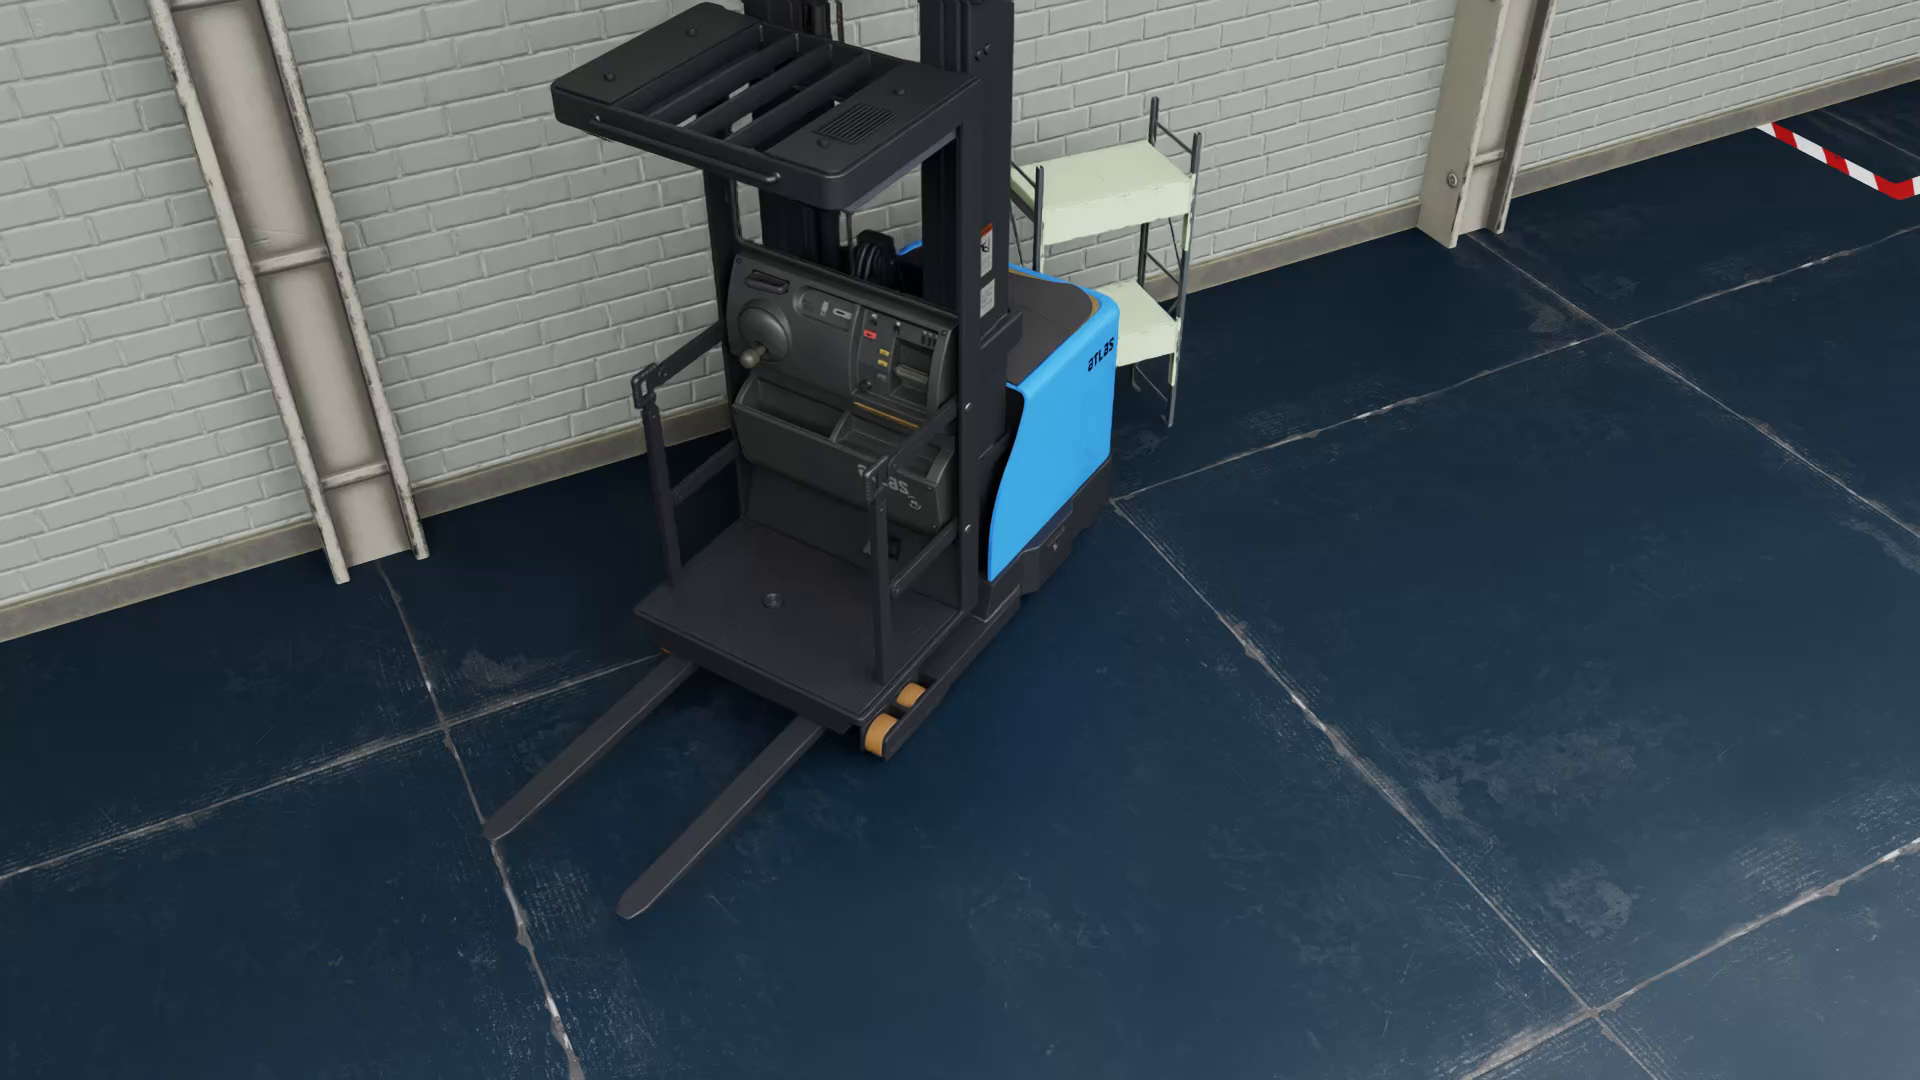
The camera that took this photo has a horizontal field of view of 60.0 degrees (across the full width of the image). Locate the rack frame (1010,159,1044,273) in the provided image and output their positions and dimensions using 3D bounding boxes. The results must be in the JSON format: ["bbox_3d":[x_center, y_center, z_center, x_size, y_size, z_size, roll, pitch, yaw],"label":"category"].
[{"bbox_3d":[0.249,-1.039,7.316,0.023,1.500,0.400,-16,43,-18],"label":"rack frame"}]

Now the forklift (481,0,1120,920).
[{"bbox_3d":[-0.552,-0.646,5.745,1.130,2.935,3.031,22,45,24],"label":"forklift"}]

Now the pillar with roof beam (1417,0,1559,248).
[{"bbox_3d":[4.780,-2.717,3.495,0.400,9.000,9.100,-19,44,-21],"label":"pillar with roof beam"}]

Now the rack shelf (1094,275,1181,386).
[{"bbox_3d":[0.584,-0.886,7.640,0.720,0.370,0.431,-16,43,-18],"label":"rack shelf"}]

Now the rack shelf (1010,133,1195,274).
[{"bbox_3d":[0.584,-1.432,7.177,0.720,0.370,0.431,-16,43,-18],"label":"rack shelf"}]

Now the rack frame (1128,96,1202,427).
[{"bbox_3d":[0.918,-1.230,7.542,0.023,1.500,0.400,-16,43,-18],"label":"rack frame"}]

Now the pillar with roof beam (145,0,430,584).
[{"bbox_3d":[-0.541,-0.926,1.379,0.400,9.000,9.100,-19,44,-21],"label":"pillar with roof beam"}]

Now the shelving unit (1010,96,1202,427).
[{"bbox_3d":[0.584,-1.134,7.429,0.755,1.500,0.431,-16,43,-18],"label":"shelving unit"}]
